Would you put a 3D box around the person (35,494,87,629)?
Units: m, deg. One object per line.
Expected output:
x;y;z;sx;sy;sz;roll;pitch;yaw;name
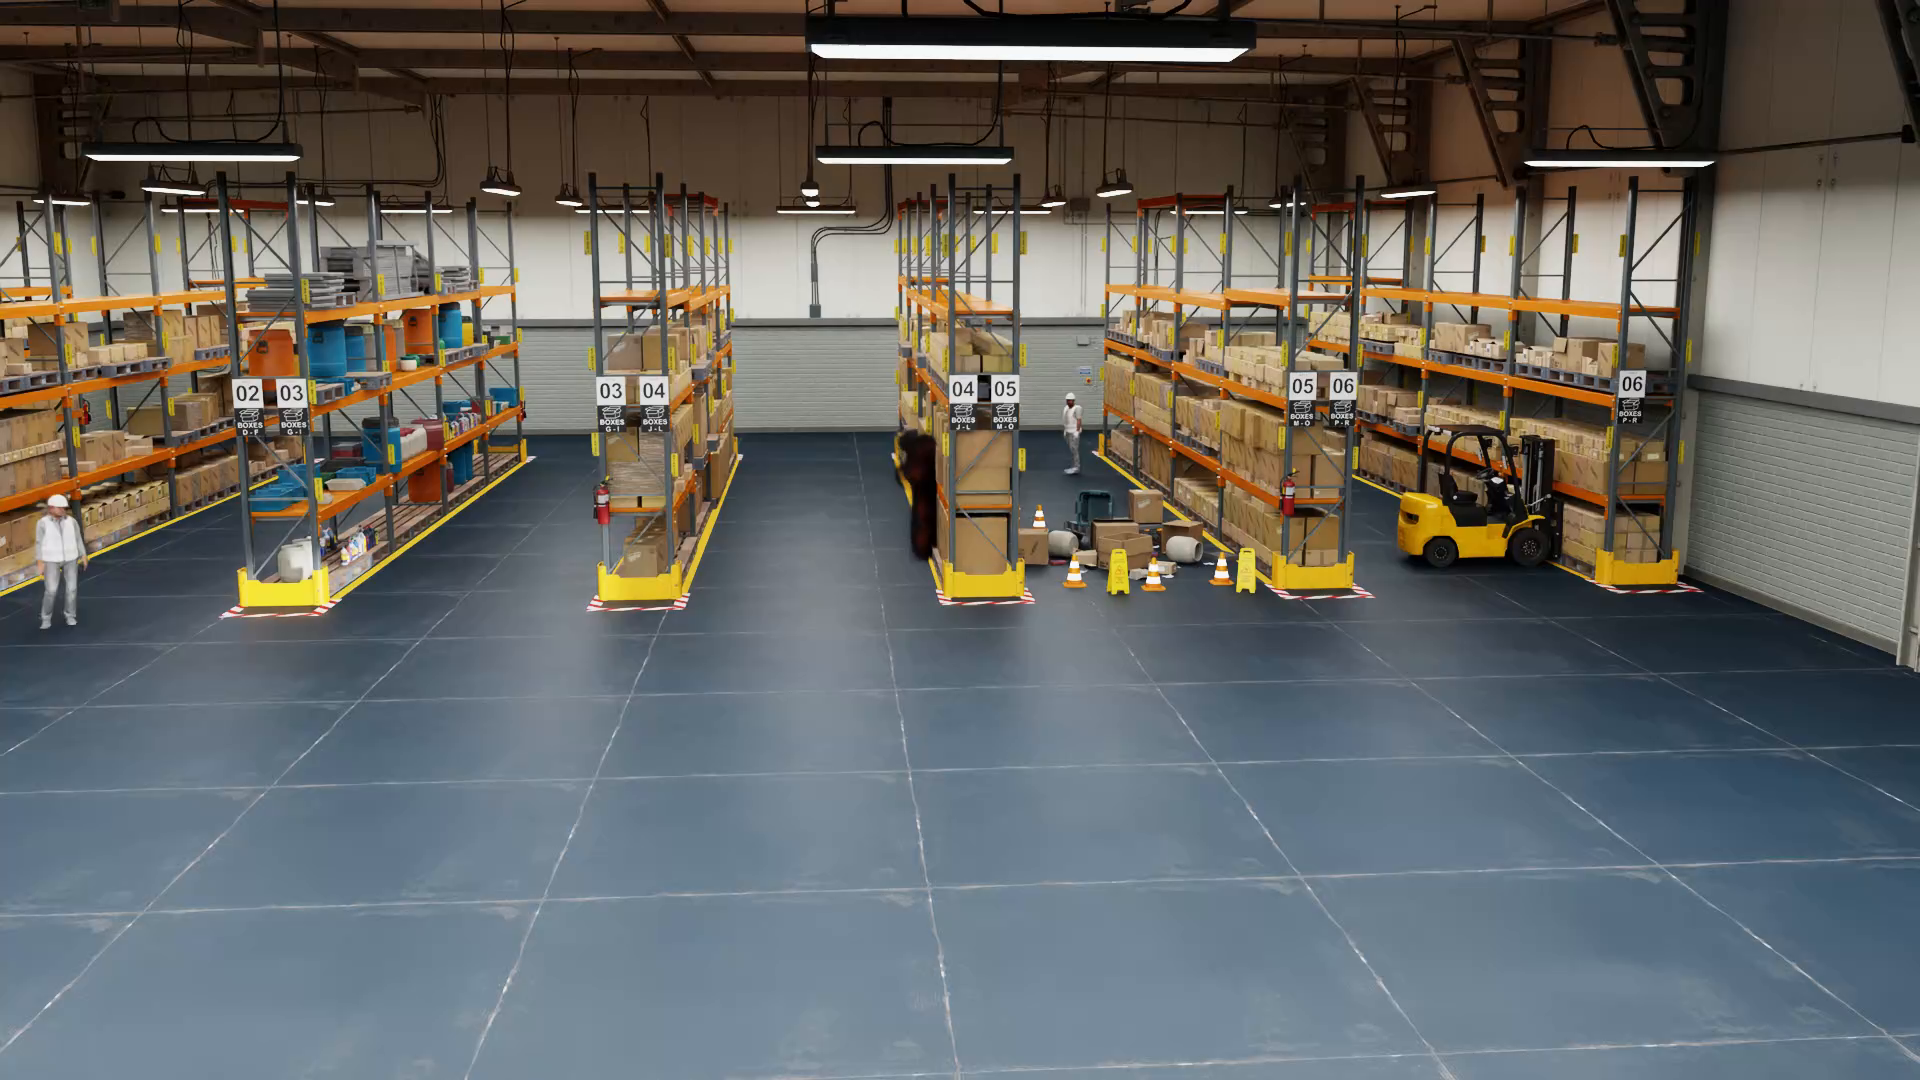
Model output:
-11.994;0.289;22.165;0.406;1.807;0.639;9;13;42;person

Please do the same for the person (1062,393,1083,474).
2.486;-2.377;36.954;0.371;1.787;0.574;-4;11;-22;person
